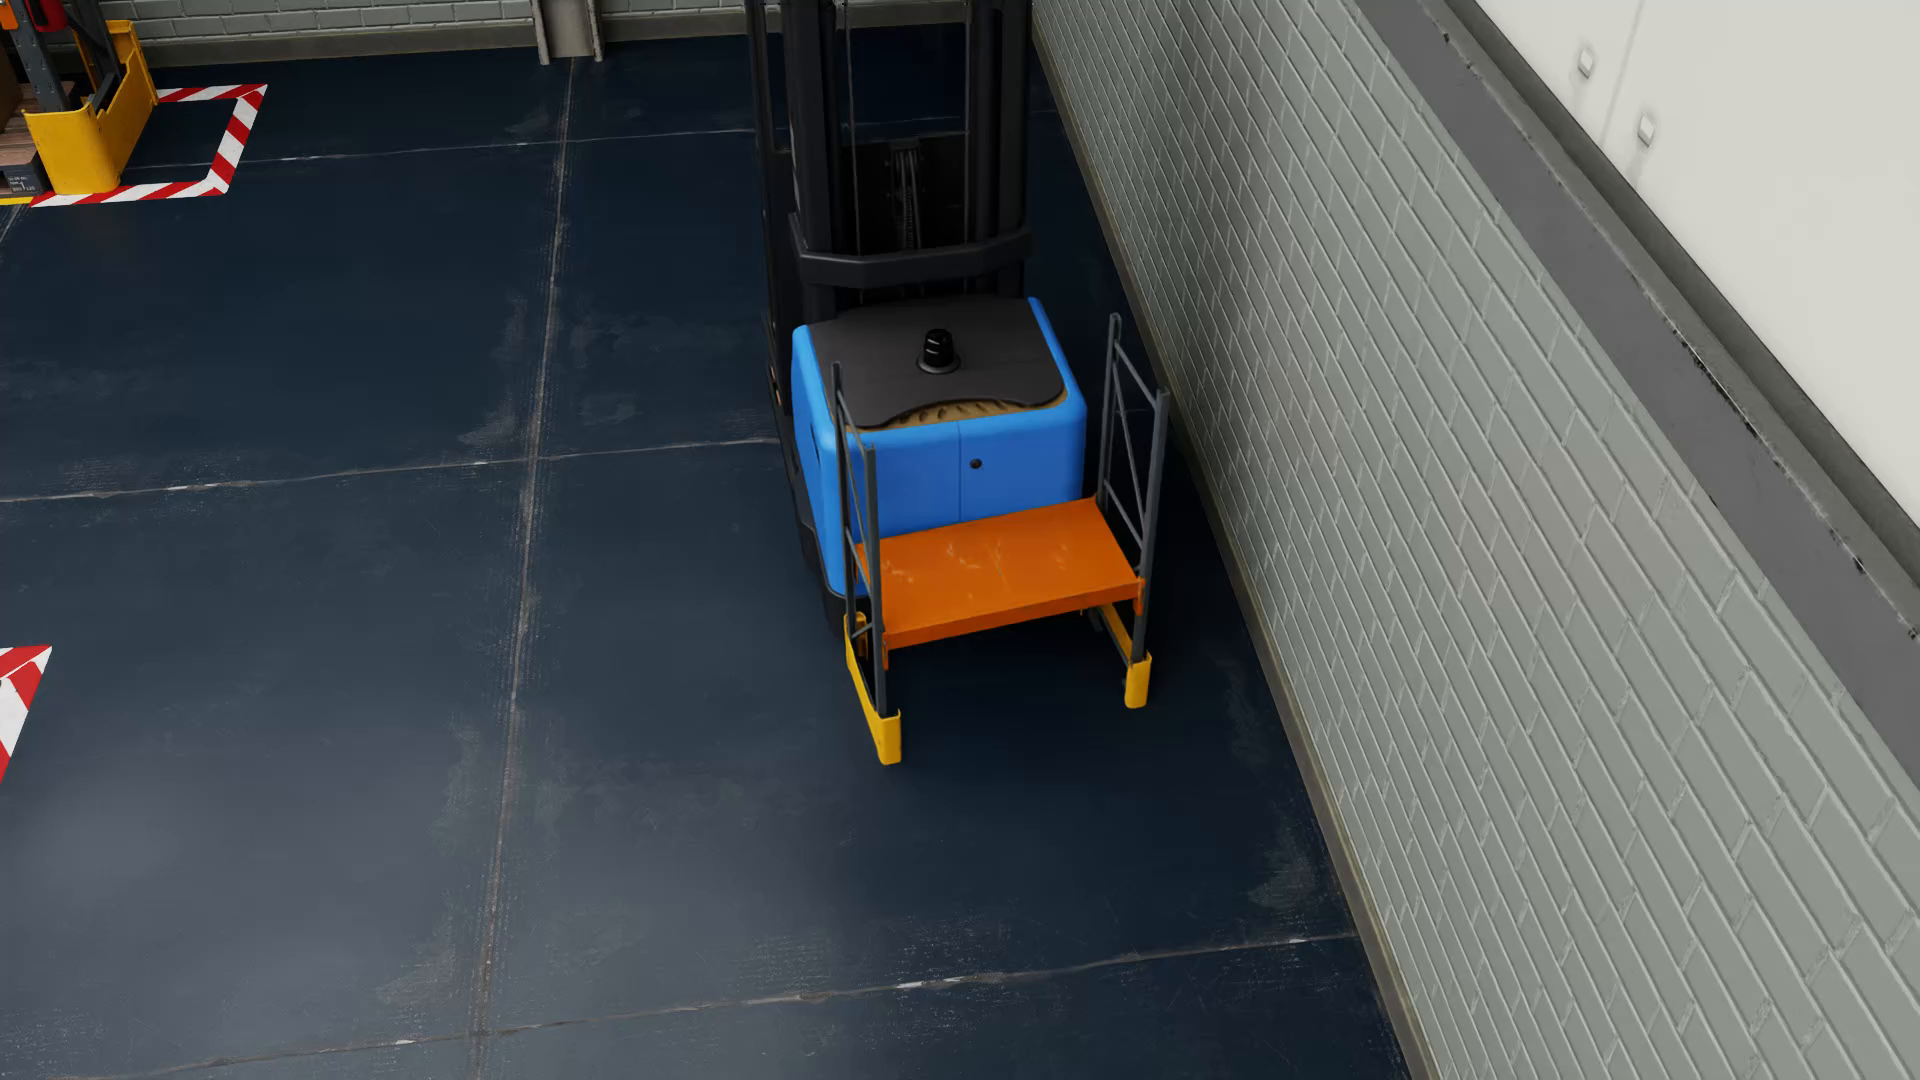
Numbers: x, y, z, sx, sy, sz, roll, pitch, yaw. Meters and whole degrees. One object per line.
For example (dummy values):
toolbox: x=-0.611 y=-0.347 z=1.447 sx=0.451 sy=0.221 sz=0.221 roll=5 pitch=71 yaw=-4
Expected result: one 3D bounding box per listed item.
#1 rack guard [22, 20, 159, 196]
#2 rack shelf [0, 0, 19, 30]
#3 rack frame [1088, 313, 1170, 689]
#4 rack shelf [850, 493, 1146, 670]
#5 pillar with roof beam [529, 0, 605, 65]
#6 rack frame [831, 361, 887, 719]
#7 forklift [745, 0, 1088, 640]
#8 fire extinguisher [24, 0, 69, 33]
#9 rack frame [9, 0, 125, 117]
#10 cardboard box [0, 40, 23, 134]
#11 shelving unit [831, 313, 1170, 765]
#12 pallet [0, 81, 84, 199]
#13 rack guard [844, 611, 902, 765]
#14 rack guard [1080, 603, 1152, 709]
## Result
rack guard: x=-5.041 y=-2.533 z=9.685 sx=0.348 sy=0.500 sz=1.175 roll=-5 pitch=42 yaw=-6
rack shelf: x=-7.047 y=-3.018 z=8.894 sx=4.000 sy=0.370 sz=1.077 roll=-5 pitch=42 yaw=-6
rack frame: x=0.617 y=-0.087 z=6.227 sx=0.032 sy=1.500 sz=0.500 roll=-11 pitch=43 yaw=-12
rack shelf: x=0.130 y=0.144 z=6.240 sx=1.000 sy=0.185 sz=0.538 roll=-11 pitch=43 yaw=-12
pillar with roof beam: x=-1.941 y=-3.636 z=4.563 sx=0.400 sy=9.000 sz=9.100 roll=-5 pitch=42 yaw=-6
rack frame: x=-0.357 y=0.108 z=6.011 sx=0.032 sy=1.500 sz=0.500 roll=-11 pitch=43 yaw=-12
forklift: x=-0.318 y=-1.678 z=6.922 sx=1.130 sy=2.935 sz=3.031 roll=-8 pitch=43 yaw=-9
fire extinguisher: x=-4.855 y=-2.998 z=8.671 sx=0.183 sy=0.674 sz=0.296 roll=-5 pitch=42 yaw=-6
rack frame: x=-5.064 y=-3.459 z=8.845 sx=0.127 sy=3.000 sz=1.000 roll=-5 pitch=42 yaw=-6
cardboard box: x=-5.745 y=-2.559 z=9.401 sx=0.500 sy=0.500 sz=0.700 roll=-5 pitch=42 yaw=-6
shelving unit: x=0.139 y=0.008 z=6.121 sx=1.083 sy=1.500 sz=0.587 roll=-11 pitch=43 yaw=-12
pallet: x=-5.847 y=-2.302 z=9.645 sx=1.213 sy=0.211 sz=1.003 roll=-5 pitch=42 yaw=-6
rack guard: x=-0.338 y=0.568 z=6.434 sx=0.087 sy=0.250 sz=0.587 roll=-11 pitch=43 yaw=-12
rack guard: x=0.616 y=0.377 z=6.646 sx=0.087 sy=0.250 sz=0.587 roll=-11 pitch=43 yaw=-12
